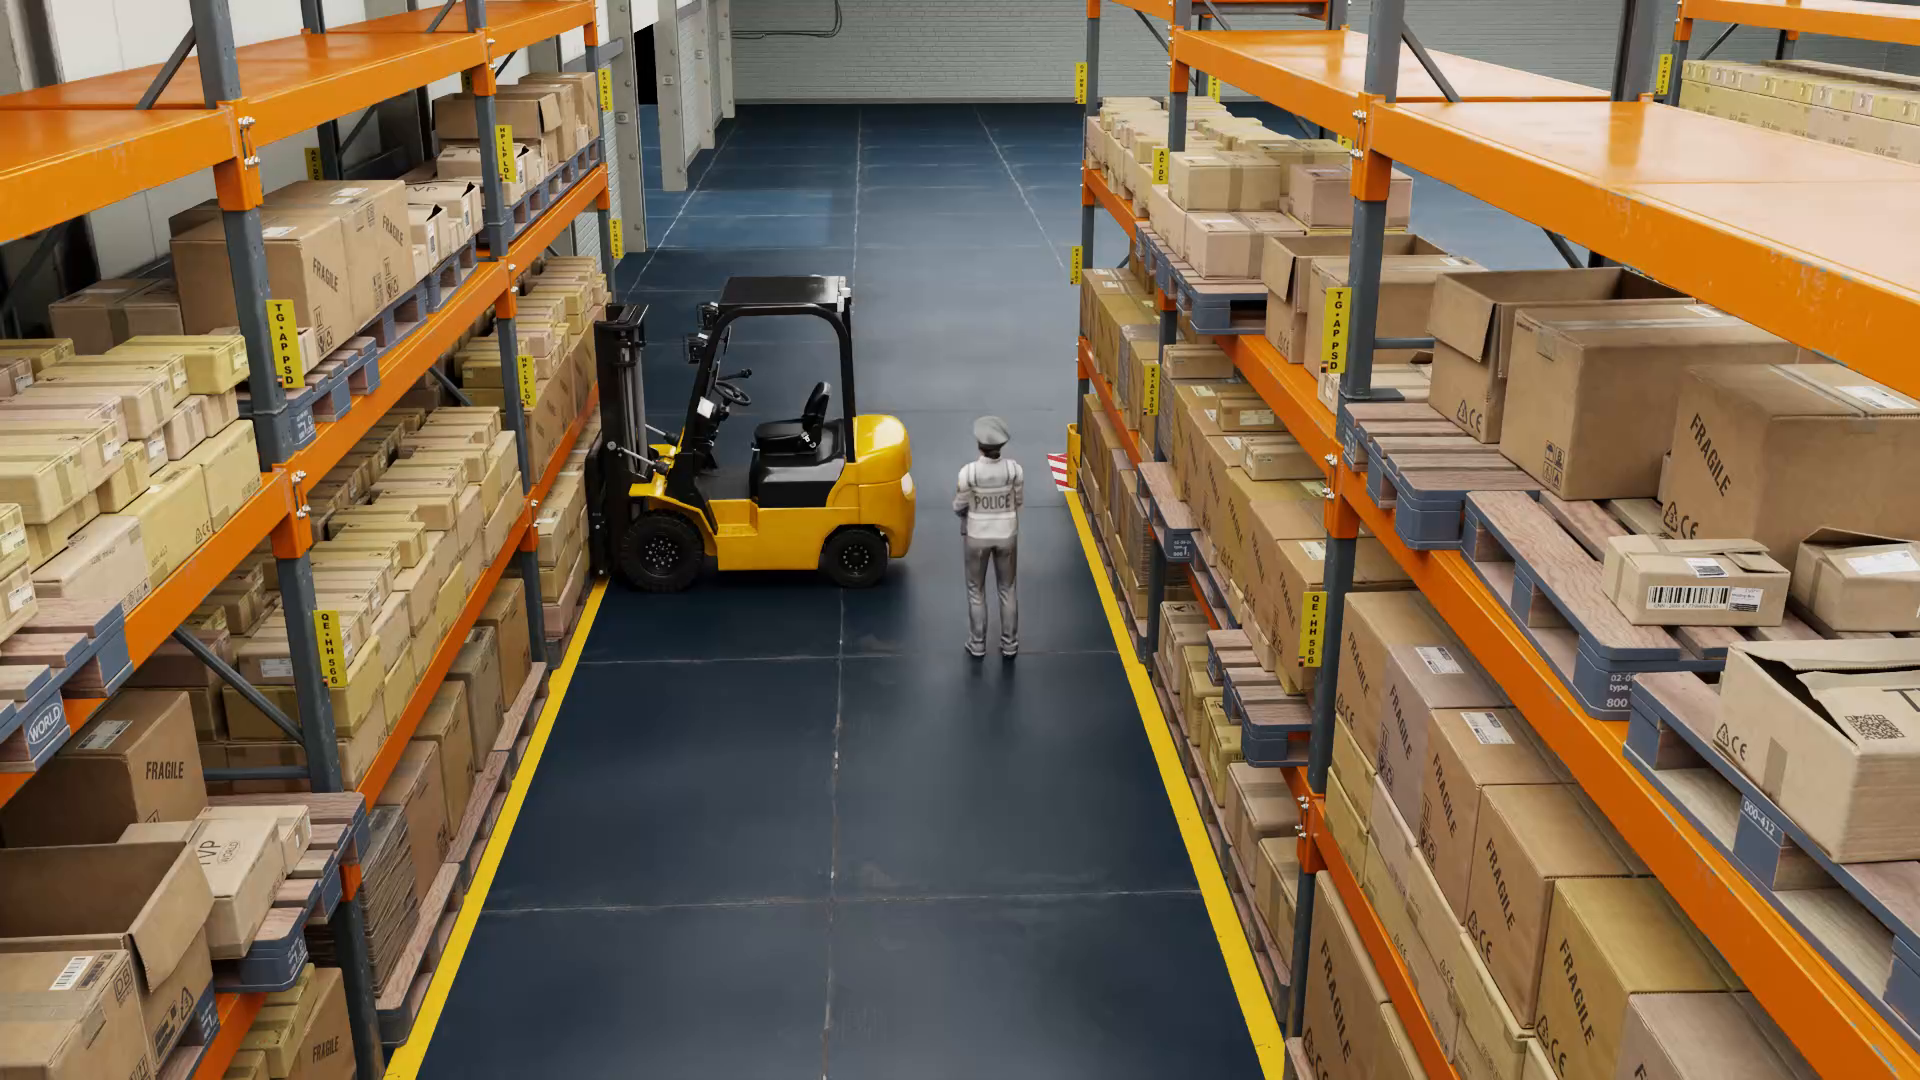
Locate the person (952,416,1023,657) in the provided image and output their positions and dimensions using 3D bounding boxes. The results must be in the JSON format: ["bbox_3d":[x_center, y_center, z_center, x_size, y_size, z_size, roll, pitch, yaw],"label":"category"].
[{"bbox_3d":[0.178,-0.038,11.128,0.467,1.697,0.552,-4,21,-10],"label":"person"}]
